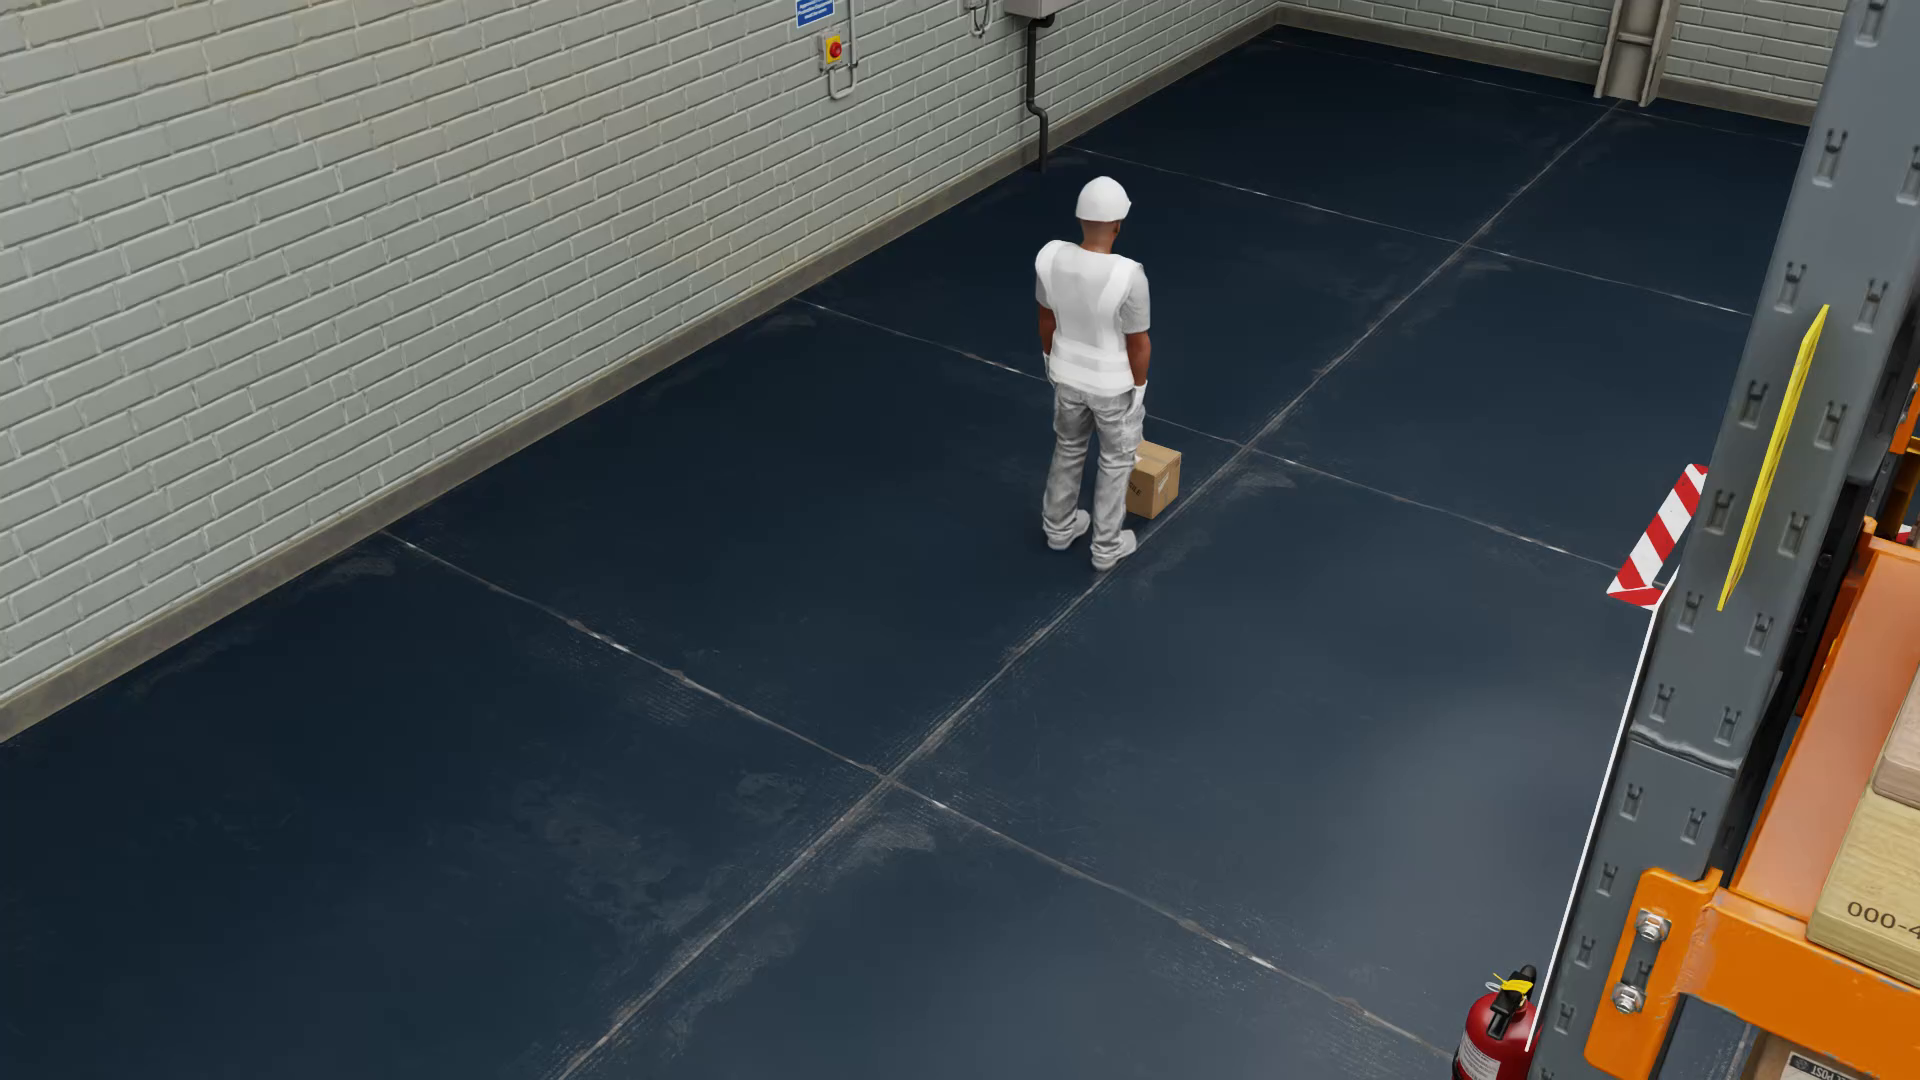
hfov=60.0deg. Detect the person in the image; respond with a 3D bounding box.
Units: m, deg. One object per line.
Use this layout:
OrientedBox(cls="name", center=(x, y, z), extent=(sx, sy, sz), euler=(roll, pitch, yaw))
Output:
OrientedBox(cls="person", center=(0.575, -1.003, 6.966), extent=(0.543, 1.061, 0.349), euler=(22, 40, 29))
